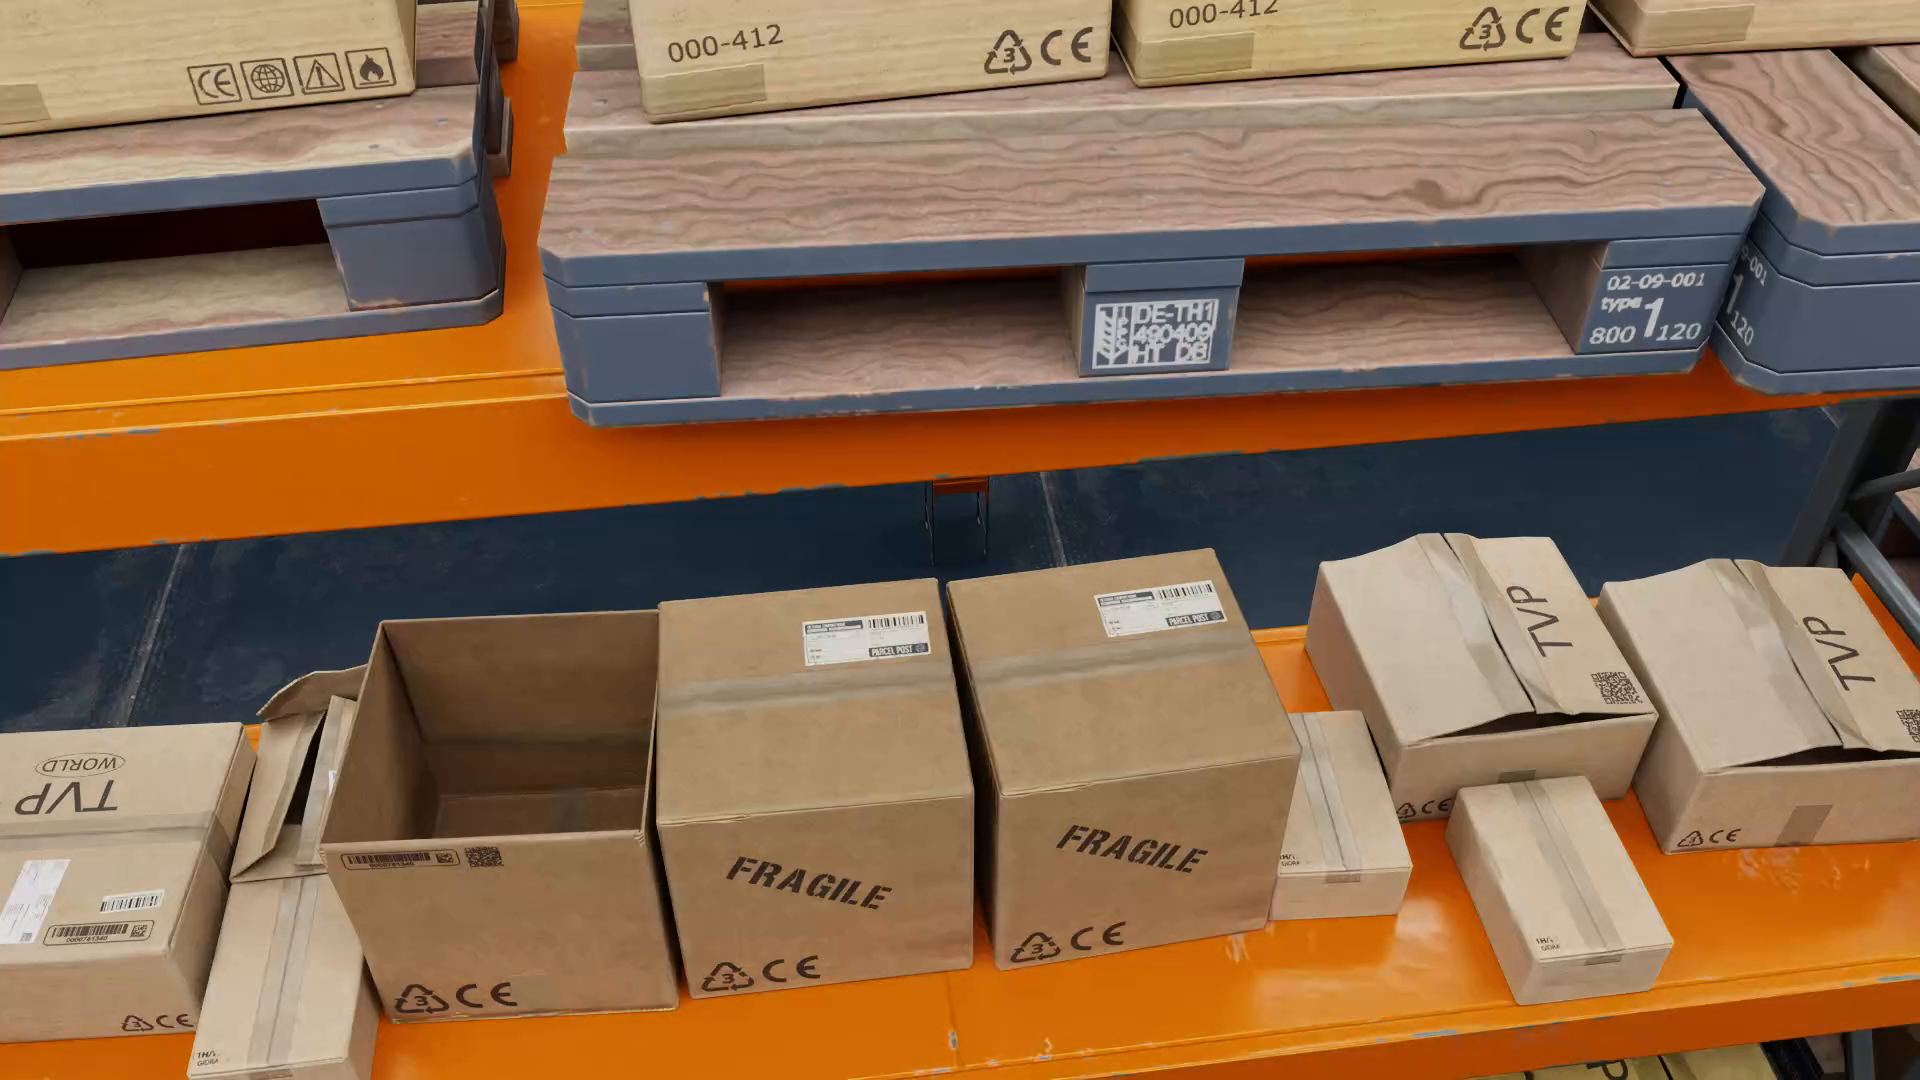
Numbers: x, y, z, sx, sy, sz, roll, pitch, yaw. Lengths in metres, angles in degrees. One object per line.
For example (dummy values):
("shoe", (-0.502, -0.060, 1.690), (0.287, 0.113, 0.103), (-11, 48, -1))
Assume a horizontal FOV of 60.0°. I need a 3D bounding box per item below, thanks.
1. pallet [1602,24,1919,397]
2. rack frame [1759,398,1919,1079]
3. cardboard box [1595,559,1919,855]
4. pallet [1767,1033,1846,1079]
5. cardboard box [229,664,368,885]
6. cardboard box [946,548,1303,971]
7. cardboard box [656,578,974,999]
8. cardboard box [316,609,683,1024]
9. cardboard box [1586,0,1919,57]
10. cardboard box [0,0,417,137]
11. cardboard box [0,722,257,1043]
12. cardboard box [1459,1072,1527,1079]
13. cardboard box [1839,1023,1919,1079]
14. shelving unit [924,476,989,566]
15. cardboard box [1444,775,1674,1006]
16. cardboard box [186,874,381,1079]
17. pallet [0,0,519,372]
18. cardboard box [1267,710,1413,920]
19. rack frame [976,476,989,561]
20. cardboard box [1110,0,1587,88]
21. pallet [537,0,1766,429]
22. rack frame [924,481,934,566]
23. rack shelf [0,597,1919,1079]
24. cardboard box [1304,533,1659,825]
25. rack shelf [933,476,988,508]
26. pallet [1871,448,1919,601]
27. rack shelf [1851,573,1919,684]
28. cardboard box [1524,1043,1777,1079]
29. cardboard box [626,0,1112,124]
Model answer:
("pallet", (1.266, -0.655, 2.138), (1.003, 0.211, 1.213), (-3, 42, -4))
("rack frame", (1.927, 0.271, 3.211), (0.127, 3.000, 1.000), (-5, 42, -6))
("cardboard box", (1.561, 0.306, 3.238), (0.500, 0.311, 0.500), (-3, 42, -3))
("pallet", (2.672, 1.266, 4.189), (1.213, 0.211, 1.003), (-5, 42, -6))
("cardboard box", (-1.191, 0.469, 3.090), (0.258, 0.266, 0.396), (-6, 42, -7))
("cardboard box", (0.266, 0.390, 3.004), (0.500, 0.500, 0.500), (-7, 43, -8))
("cardboard box", (-0.256, 0.436, 2.953), (0.500, 0.500, 0.500), (-5, 42, -5))
("cardboard box", (-0.753, 0.479, 2.905), (0.500, 0.500, 0.500), (-2, 42, -2))
("cardboard box", (0.967, -0.809, 1.967), (0.500, 0.250, 0.500), (-4, 42, -4))
("cardboard box", (-0.883, -0.693, 1.838), (0.500, 0.250, 0.500), (-9, 43, -10))
("cardboard box", (-1.556, 0.602, 2.955), (0.500, 0.250, 0.500), (-3, 42, -3))
("cardboard box", (0.925, 1.186, 3.516), (0.500, 0.311, 0.500), (-6, 42, -6))
("cardboard box", (2.416, 1.186, 3.734), (0.500, 0.500, 0.500), (-3, 42, -4))
("shelving unit", (-0.014, -0.444, 5.347), (0.189, 1.200, 0.258), (-5, 42, -6))
("cardboard box", (1.071, 0.625, 3.005), (0.250, 0.149, 0.380), (-5, 42, -6))
("cardboard box", (-1.134, 0.770, 2.844), (0.250, 0.149, 0.380), (-5, 42, -6))
("pallet", (-1.166, -0.510, 1.979), (1.217, 0.209, 0.805), (-7, 42, -7))
("cardboard box", (0.670, 0.512, 3.130), (0.250, 0.149, 0.380), (-2, 42, -2))
("rack frame", (0.076, -0.452, 5.356), (0.006, 1.200, 0.240), (-5, 42, -6))
("cardboard box", (0.399, -0.767, 1.920), (0.500, 0.250, 0.500), (-6, 42, -6))
("pallet", (0.157, -0.556, 2.028), (1.213, 0.211, 1.003), (-3, 42, -4))
("rack frame", (-0.105, -0.436, 5.338), (0.006, 1.200, 0.240), (-5, 42, -6))
("rack shelf", (-0.056, 0.711, 3.259), (4.000, 0.370, 1.077), (-5, 42, -6))
("cardboard box", (1.015, 0.253, 3.297), (0.500, 0.311, 0.500), (-5, 42, -6))
("rack shelf", (-0.014, -0.233, 5.537), (0.180, 0.103, 0.258), (-5, 42, -6))
("pallet", (2.590, 0.236, 3.392), (1.003, 0.211, 1.213), (-5, 42, -6))
("rack shelf", (3.910, 0.364, 3.644), (4.000, 0.370, 1.077), (-5, 42, -6))
("cardboard box", (1.440, 1.136, 3.571), (0.500, 0.311, 0.500), (-4, 42, -4))
("cardboard box", (-0.135, -0.722, 1.869), (0.500, 0.250, 0.500), (-8, 43, -9))
